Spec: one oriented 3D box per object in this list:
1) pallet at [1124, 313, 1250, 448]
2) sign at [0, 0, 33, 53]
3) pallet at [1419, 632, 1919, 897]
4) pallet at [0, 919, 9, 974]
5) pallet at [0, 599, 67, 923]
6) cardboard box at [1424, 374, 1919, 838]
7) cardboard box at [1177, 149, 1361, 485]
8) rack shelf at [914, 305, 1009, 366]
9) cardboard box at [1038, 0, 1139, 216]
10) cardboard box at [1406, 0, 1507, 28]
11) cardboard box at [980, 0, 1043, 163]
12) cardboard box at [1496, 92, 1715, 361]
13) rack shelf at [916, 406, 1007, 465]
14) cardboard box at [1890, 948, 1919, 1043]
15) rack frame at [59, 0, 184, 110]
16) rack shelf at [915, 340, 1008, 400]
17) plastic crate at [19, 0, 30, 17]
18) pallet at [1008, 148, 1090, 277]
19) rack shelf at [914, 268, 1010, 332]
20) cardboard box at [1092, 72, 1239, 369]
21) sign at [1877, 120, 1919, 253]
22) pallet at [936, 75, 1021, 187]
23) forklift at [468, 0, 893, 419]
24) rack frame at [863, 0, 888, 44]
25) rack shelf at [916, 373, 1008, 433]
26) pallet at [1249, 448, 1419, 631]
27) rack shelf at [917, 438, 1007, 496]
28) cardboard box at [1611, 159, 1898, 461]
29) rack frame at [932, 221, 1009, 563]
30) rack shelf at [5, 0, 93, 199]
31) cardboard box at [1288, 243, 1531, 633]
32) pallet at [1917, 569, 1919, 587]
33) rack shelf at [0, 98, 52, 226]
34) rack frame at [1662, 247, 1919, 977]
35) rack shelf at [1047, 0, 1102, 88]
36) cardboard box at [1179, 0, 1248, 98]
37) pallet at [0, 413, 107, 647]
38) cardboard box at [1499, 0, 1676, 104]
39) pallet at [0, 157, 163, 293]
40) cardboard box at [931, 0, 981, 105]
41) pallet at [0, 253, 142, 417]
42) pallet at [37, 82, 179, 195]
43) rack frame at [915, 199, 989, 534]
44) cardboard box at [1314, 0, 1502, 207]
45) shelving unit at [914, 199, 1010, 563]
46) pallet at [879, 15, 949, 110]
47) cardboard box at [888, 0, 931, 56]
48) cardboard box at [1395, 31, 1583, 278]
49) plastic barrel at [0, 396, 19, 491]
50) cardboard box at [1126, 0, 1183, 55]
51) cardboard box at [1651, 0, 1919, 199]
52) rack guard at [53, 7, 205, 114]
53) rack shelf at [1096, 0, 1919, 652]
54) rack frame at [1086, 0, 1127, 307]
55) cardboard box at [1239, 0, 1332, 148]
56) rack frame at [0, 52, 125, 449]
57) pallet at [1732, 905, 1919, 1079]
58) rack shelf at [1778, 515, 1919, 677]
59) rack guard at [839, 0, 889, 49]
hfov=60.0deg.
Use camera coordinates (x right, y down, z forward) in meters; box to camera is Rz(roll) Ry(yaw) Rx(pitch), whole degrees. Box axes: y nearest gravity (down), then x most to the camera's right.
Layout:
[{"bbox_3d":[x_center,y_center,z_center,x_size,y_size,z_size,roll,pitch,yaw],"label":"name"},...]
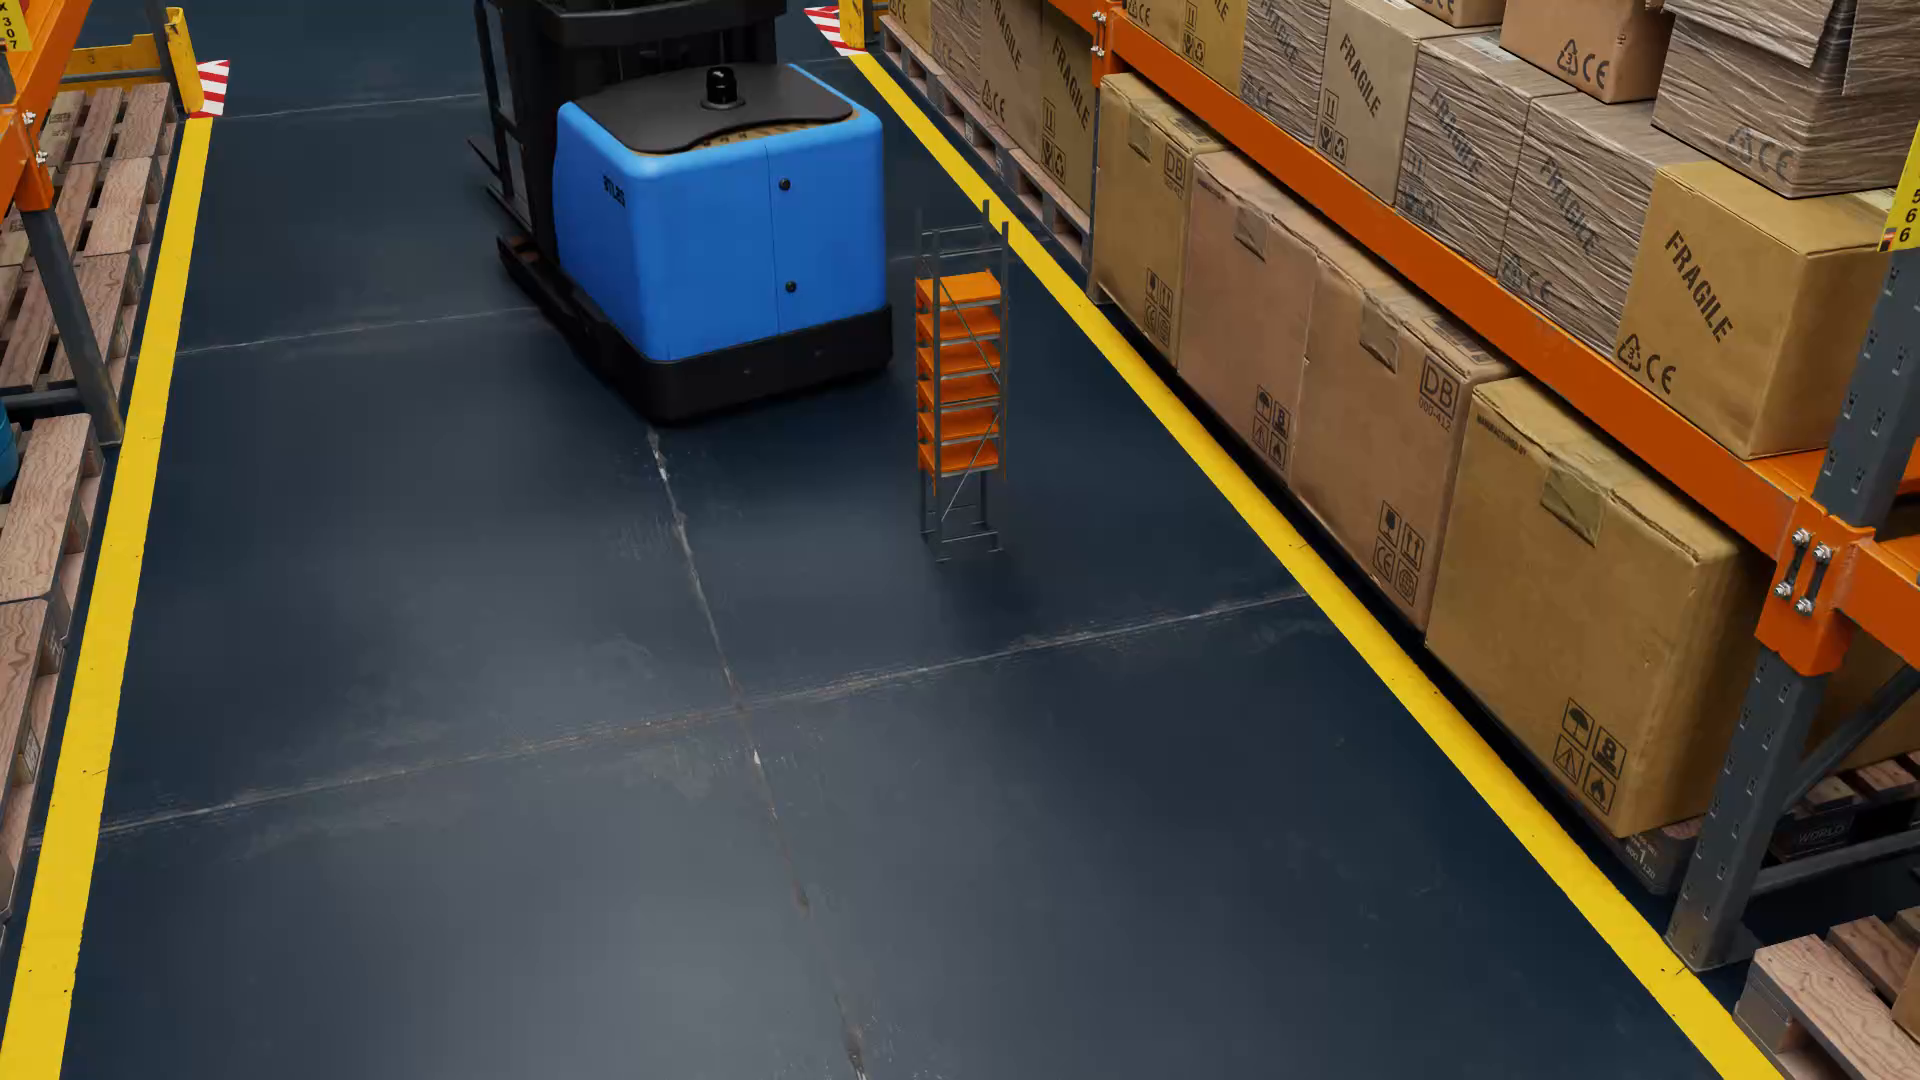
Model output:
[{"bbox_3d":[1.361,-0.833,6.818,1.003,0.211,1.213,-10,35,-15],"label":"pallet"},{"bbox_3d":[-3.139,-1.762,5.445,0.100,0.325,0.005,-10,35,-15],"label":"sign"},{"bbox_3d":[2.105,0.449,4.880,1.003,0.211,1.213,-10,35,-15],"label":"pallet"},{"bbox_3d":[-2.723,1.301,3.589,1.003,0.211,1.213,-10,35,-15],"label":"pallet"},{"bbox_3d":[-3.091,0.662,4.557,1.003,0.211,1.213,-10,35,-15],"label":"pallet"},{"bbox_3d":[2.083,0.057,4.489,1.225,0.875,0.875,-12,35,-17],"label":"cardboard box"},{"bbox_3d":[1.542,-0.875,5.900,1.225,0.875,0.875,-11,35,-16],"label":"cardboard box"},{"bbox_3d":[0.004,-0.656,5.300,0.258,0.103,0.180,-10,35,-15],"label":"rack shelf"},{"bbox_3d":[0.929,-2.037,7.658,0.875,0.875,0.875,-10,35,-15],"label":"cardboard box"},{"bbox_3d":[1.659,-1.829,4.796,0.797,0.503,0.637,-9,34,-13],"label":"cardboard box"},{"bbox_3d":[0.654,-2.510,8.373,0.875,0.875,0.875,-10,35,-15],"label":"cardboard box"},{"bbox_3d":[1.741,-0.810,4.164,0.500,0.500,0.500,-10,35,-15],"label":"cardboard box"},{"bbox_3d":[0.004,-0.356,5.498,0.258,0.103,0.180,-10,35,-15],"label":"rack shelf"},{"bbox_3d":[2.497,0.919,3.506,0.700,0.500,0.500,-12,35,-17],"label":"cardboard box"},{"bbox_3d":[-4.883,-3.656,8.561,1.000,3.000,0.127,-10,35,-15],"label":"rack frame"},{"bbox_3d":[0.004,-0.556,5.366,0.258,0.103,0.180,-10,35,-15],"label":"rack shelf"},{"bbox_3d":[-3.696,-2.118,6.122,0.402,0.464,0.583,-10,35,-15],"label":"plastic crate"},{"bbox_3d":[0.896,-1.637,8.036,1.003,0.211,1.213,-10,35,-15],"label":"pallet"},{"bbox_3d":[0.004,-0.756,5.234,0.258,0.103,0.180,-10,35,-15],"label":"rack shelf"},{"bbox_3d":[1.268,-1.344,6.610,1.225,0.875,0.875,-10,35,-15],"label":"cardboard box"},{"bbox_3d":[1.746,-0.676,3.002,0.100,0.325,0.005,-10,35,-15],"label":"sign"},{"bbox_3d":[0.521,-2.279,9.008,1.003,0.211,1.213,-10,35,-15],"label":"pallet"},{"bbox_3d":[-1.450,-2.466,6.823,1.130,2.935,3.031,-18,37,-25],"label":"forklift"},{"bbox_3d":[-0.166,-4.488,9.822,1.000,3.000,0.127,-10,35,-15],"label":"rack frame"},{"bbox_3d":[0.004,-0.456,5.432,0.258,0.103,0.180,-10,35,-15],"label":"rack shelf"},{"bbox_3d":[1.737,-0.191,5.847,1.003,0.211,1.213,-10,35,-15],"label":"pallet"},{"bbox_3d":[0.004,-0.256,5.565,0.258,0.103,0.180,-10,35,-15],"label":"rack shelf"},{"bbox_3d":[1.888,-0.547,3.767,0.500,0.500,0.500,-9,35,-13],"label":"cardboard box"},{"bbox_3d":[0.032,-0.445,5.335,0.240,1.200,0.006,-10,35,-15],"label":"rack frame"},{"bbox_3d":[-4.273,-2.305,7.171,1.077,0.370,4.000,-10,35,-15],"label":"rack shelf"},{"bbox_3d":[1.819,-0.412,5.199,1.225,0.875,0.875,-10,35,-15],"label":"cardboard box"},{"bbox_3d":[2.593,0.148,2.979,1.213,0.211,1.003,-10,35,-15],"label":"pallet"},{"bbox_3d":[-3.053,-0.205,3.992,1.077,0.370,4.000,-10,35,-15],"label":"rack shelf"},{"bbox_3d":[2.274,-0.288,3.465,1.000,3.000,0.127,-10,35,-15],"label":"rack frame"},{"bbox_3d":[0.444,-3.138,8.431,1.077,0.370,4.000,-10,35,-15],"label":"rack shelf"},{"bbox_3d":[1.110,-1.883,5.788,0.500,0.500,0.500,-10,35,-15],"label":"cardboard box"},{"bbox_3d":[-3.467,0.020,5.528,1.003,0.211,1.213,-10,35,-15],"label":"pallet"},{"bbox_3d":[1.870,-1.478,4.265,0.797,0.503,0.637,-9,35,-14],"label":"cardboard box"},{"bbox_3d":[-4.300,-1.413,7.697,1.003,0.211,1.213,-10,35,-15],"label":"pallet"},{"bbox_3d":[0.383,-2.977,9.081,0.875,0.875,0.875,-10,35,-15],"label":"cardboard box"},{"bbox_3d":[-3.924,-0.772,6.726,1.003,0.211,1.213,-10,35,-15],"label":"pallet"},{"bbox_3d":[-4.669,-2.053,8.665,1.003,0.211,1.213,-10,35,-15],"label":"pallet"},{"bbox_3d":[-0.023,-0.541,5.480,0.240,1.200,0.006,-10,35,-15],"label":"rack frame"},{"bbox_3d":[1.425,-1.350,4.981,0.500,0.500,0.500,-9,35,-14],"label":"cardboard box"},{"bbox_3d":[0.004,-0.493,5.408,0.258,1.200,0.189,-10,35,-15],"label":"shelving unit"},{"bbox_3d":[0.152,-2.918,9.975,1.003,0.211,1.213,-10,35,-15],"label":"pallet"},{"bbox_3d":[0.105,-3.455,9.804,0.875,0.875,0.875,-10,35,-15],"label":"cardboard box"},{"bbox_3d":[1.580,-1.082,4.576,0.500,0.500,0.500,-11,35,-16],"label":"cardboard box"},{"bbox_3d":[-3.513,-0.567,5.409,0.600,0.901,0.708,-10,35,-15],"label":"plastic barrel"},{"bbox_3d":[0.956,-2.147,6.187,0.500,0.500,0.500,-10,35,-15],"label":"cardboard box"},{"bbox_3d":[2.066,-1.135,3.746,0.797,0.503,0.637,-9,34,-13],"label":"cardboard box"},{"bbox_3d":[-4.903,-2.623,9.266,1.175,0.500,0.348,-10,35,-15],"label":"rack guard"},{"bbox_3d":[1.664,-1.038,5.253,1.077,0.370,4.000,-10,35,-15],"label":"rack shelf"},{"bbox_3d":[1.054,-2.388,6.644,1.000,3.000,0.127,-10,35,-15],"label":"rack frame"},{"bbox_3d":[1.263,-1.620,5.390,0.500,0.500,0.500,-11,35,-16],"label":"cardboard box"},{"bbox_3d":[-3.663,-1.555,5.383,1.000,3.000,0.127,-10,35,-15],"label":"rack frame"},{"bbox_3d":[2.511,1.286,3.613,1.003,0.211,1.213,-10,35,-15],"label":"pallet"},{"bbox_3d":[2.884,1.062,2.075,1.077,0.370,4.000,-10,35,-15],"label":"rack shelf"},{"bbox_3d":[-0.174,-3.458,10.530,1.175,0.500,0.348,-10,35,-15],"label":"rack guard"}]
